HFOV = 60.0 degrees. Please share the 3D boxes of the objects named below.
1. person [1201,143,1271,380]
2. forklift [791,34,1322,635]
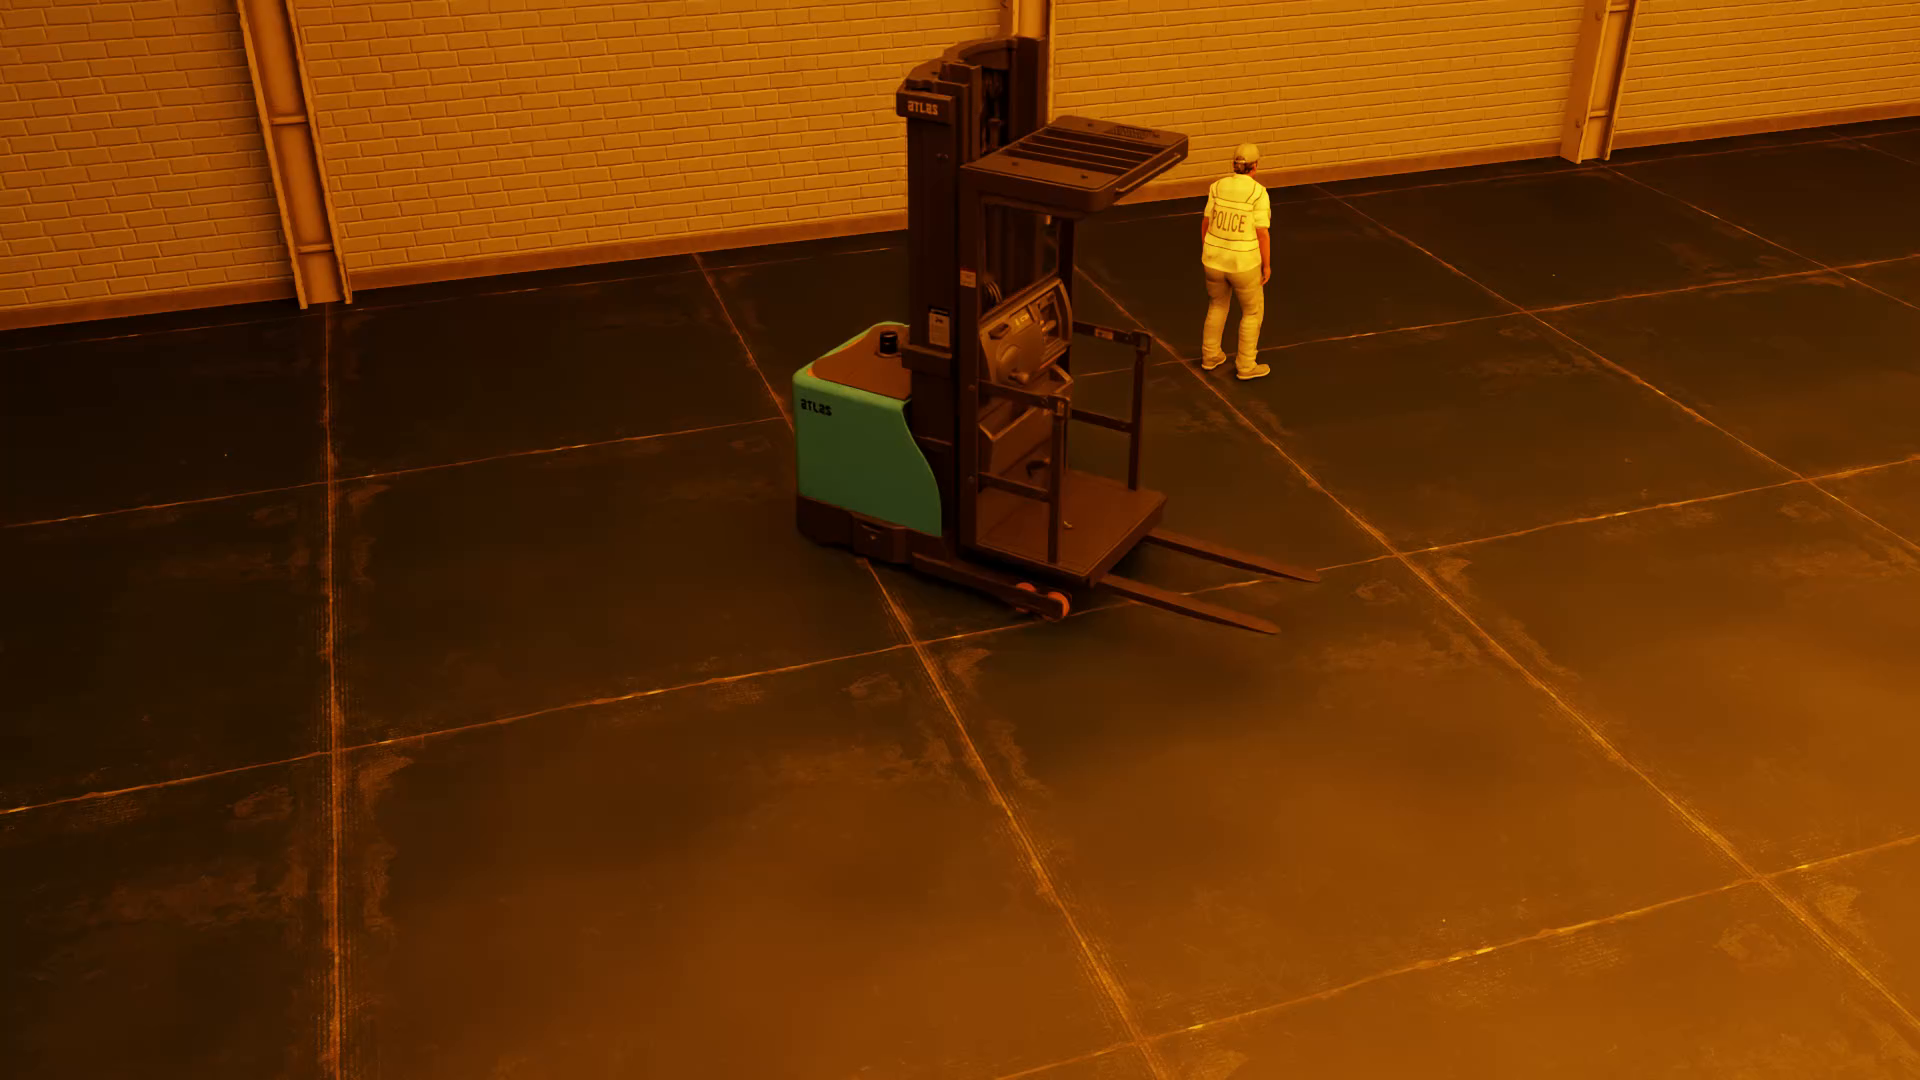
[{"bbox_3d":[1.973,-1.972,11.787,0.553,1.665,0.468,20,36,31],"label":"person"},{"bbox_3d":[0.541,-1.118,9.030,3.031,2.935,1.130,17,34,27],"label":"forklift"}]
